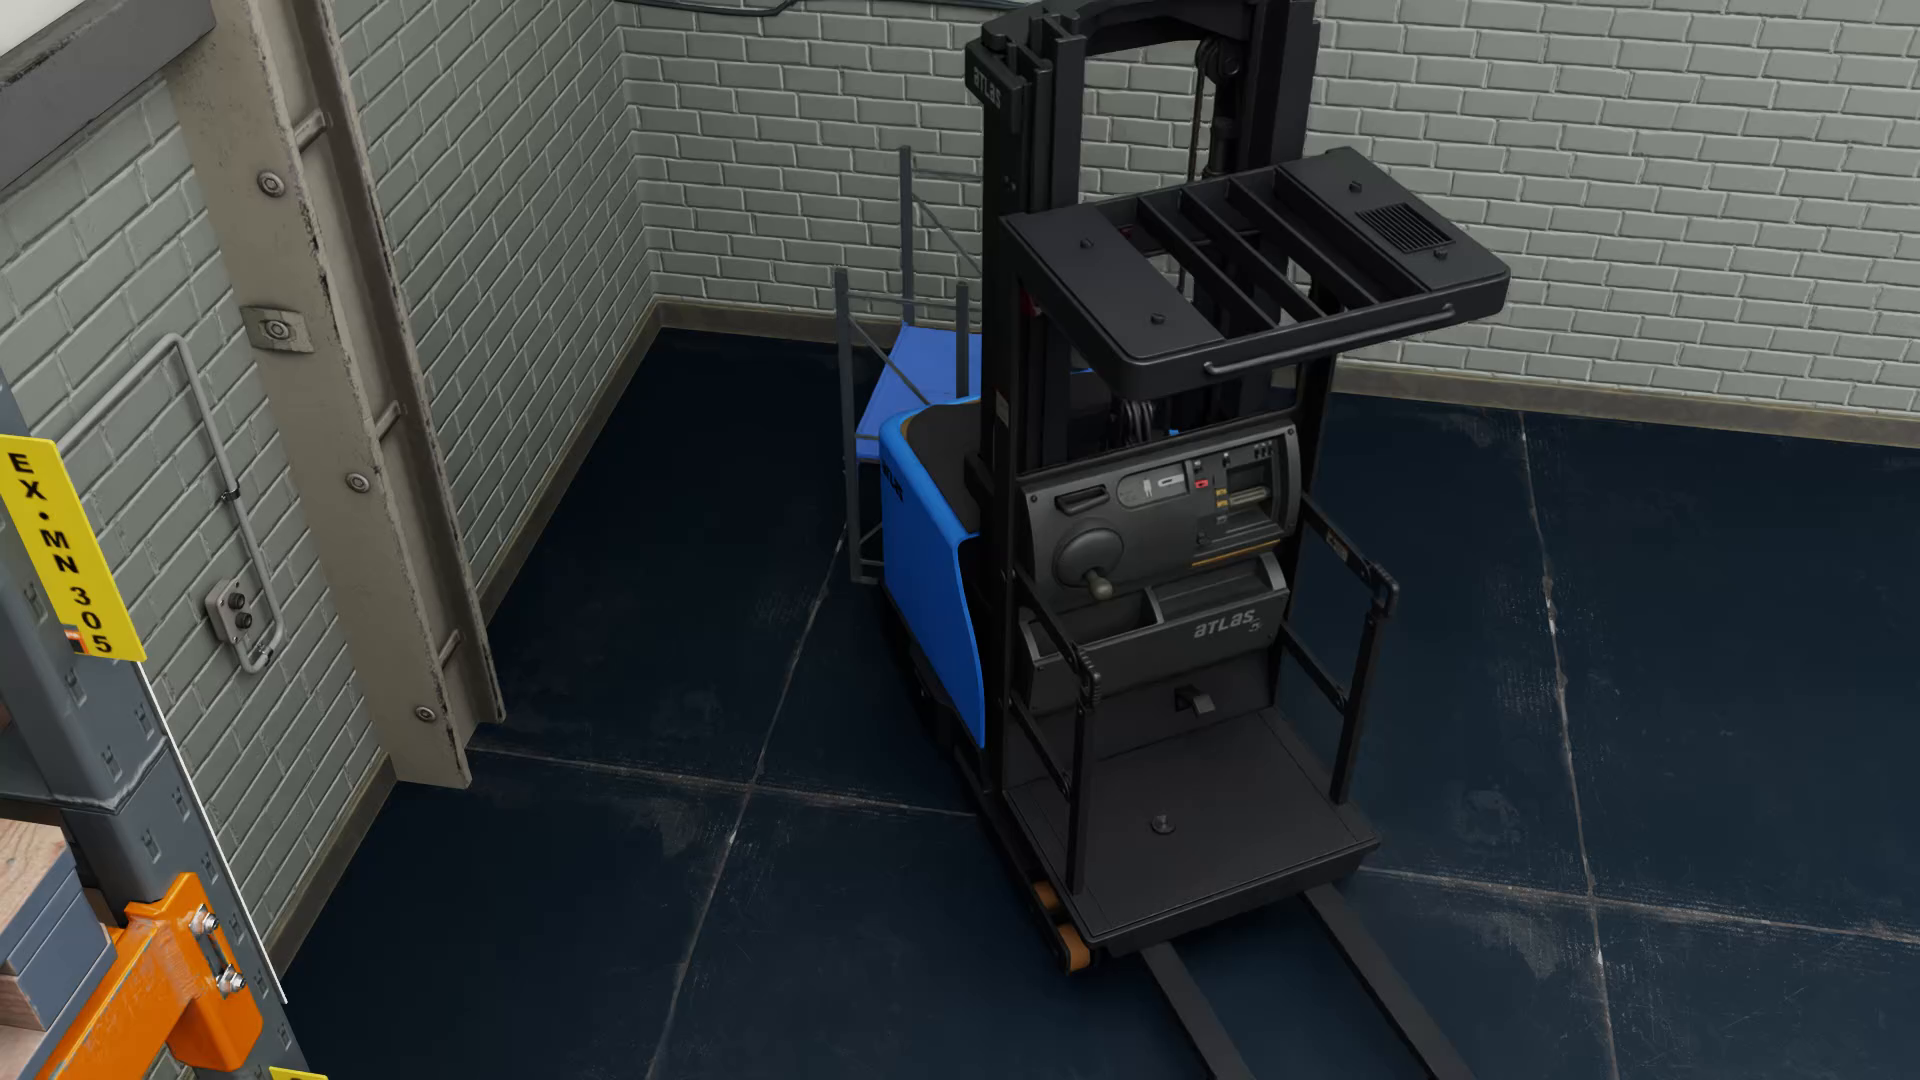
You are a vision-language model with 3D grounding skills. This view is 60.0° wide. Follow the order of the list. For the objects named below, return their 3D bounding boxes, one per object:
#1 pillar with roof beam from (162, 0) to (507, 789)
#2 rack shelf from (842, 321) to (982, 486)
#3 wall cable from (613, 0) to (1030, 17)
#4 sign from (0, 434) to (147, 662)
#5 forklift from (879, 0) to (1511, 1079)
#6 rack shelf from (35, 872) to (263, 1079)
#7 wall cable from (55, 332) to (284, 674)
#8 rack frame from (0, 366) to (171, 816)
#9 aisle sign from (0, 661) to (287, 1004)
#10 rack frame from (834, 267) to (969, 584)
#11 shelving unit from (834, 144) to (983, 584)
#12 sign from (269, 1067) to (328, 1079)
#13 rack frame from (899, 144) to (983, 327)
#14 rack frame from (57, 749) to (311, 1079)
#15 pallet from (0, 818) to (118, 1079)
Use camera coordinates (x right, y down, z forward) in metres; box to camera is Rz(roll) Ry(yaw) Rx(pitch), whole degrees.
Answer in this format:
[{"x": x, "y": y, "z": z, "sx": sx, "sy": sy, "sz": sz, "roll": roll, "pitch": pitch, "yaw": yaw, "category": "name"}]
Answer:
[{"x": 2.301, "y": -2.215, "z": 2.867, "sx": 9.100, "sy": 9.000, "sz": 0.400, "roll": 6, "pitch": 40, "yaw": 8, "category": "pillar with roof beam"}, {"x": -0.108, "y": -0.560, "z": 7.033, "sx": 0.538, "sy": 0.185, "sz": 1.000, "roll": 8, "pitch": 40, "yaw": 9, "category": "rack shelf"}, {"x": -0.223, "y": -3.213, "z": 6.511, "sx": 3.097, "sy": 2.526, "sz": 0.112, "roll": 6, "pitch": 40, "yaw": 8, "category": "wall cable"}, {"x": -1.022, "y": 0.014, "z": 1.892, "sx": 0.100, "sy": 0.325, "sz": 0.005, "roll": 6, "pitch": 40, "yaw": 8, "category": "sign"}, {"x": 0.718, "y": -0.011, "z": 4.963, "sx": 1.130, "sy": 2.935, "sz": 3.031, "roll": -15, "pitch": 42, "yaw": -17, "category": "forklift"}, {"x": -1.900, "y": 1.789, "z": 0.943, "sx": 1.077, "sy": 0.370, "sz": 4.000, "roll": 6, "pitch": 40, "yaw": 8, "category": "rack shelf"}, {"x": -2.264, "y": 0.113, "z": 3.962, "sx": 0.084, "sy": 1.984, "sz": 1.851, "roll": 6, "pitch": 40, "yaw": 8, "category": "wall cable"}, {"x": -1.554, "y": -0.900, "z": 1.276, "sx": 1.000, "sy": 3.000, "sz": 0.127, "roll": 6, "pitch": 40, "yaw": 8, "category": "rack frame"}, {"x": -1.246, "y": 0.398, "z": 2.374, "sx": 0.394, "sy": 0.787, "sz": 0.004, "roll": 6, "pitch": 40, "yaw": 8, "category": "aisle sign"}, {"x": -0.214, "y": -0.382, "z": 6.535, "sx": 0.500, "sy": 1.500, "sz": 0.032, "roll": 8, "pitch": 40, "yaw": 9, "category": "rack frame"}, {"x": -0.108, "y": -0.699, "z": 6.918, "sx": 0.538, "sy": 1.500, "sz": 1.048, "roll": 8, "pitch": 40, "yaw": 9, "category": "shelving unit"}, {"x": -1.022, "y": 0.943, "z": 2.660, "sx": 0.100, "sy": 0.325, "sz": 0.005, "roll": 6, "pitch": 40, "yaw": 8, "category": "sign"}, {"x": -0.003, "y": -1.016, "z": 7.301, "sx": 0.500, "sy": 1.500, "sz": 0.032, "roll": 8, "pitch": 40, "yaw": 9, "category": "rack frame"}, {"x": -1.554, "y": 1.412, "z": 3.188, "sx": 1.000, "sy": 3.000, "sz": 0.127, "roll": 6, "pitch": 40, "yaw": 8, "category": "rack frame"}, {"x": -1.672, "y": 0.757, "z": 1.696, "sx": 1.003, "sy": 0.211, "sz": 1.213, "roll": 6, "pitch": 40, "yaw": 8, "category": "pallet"}]
